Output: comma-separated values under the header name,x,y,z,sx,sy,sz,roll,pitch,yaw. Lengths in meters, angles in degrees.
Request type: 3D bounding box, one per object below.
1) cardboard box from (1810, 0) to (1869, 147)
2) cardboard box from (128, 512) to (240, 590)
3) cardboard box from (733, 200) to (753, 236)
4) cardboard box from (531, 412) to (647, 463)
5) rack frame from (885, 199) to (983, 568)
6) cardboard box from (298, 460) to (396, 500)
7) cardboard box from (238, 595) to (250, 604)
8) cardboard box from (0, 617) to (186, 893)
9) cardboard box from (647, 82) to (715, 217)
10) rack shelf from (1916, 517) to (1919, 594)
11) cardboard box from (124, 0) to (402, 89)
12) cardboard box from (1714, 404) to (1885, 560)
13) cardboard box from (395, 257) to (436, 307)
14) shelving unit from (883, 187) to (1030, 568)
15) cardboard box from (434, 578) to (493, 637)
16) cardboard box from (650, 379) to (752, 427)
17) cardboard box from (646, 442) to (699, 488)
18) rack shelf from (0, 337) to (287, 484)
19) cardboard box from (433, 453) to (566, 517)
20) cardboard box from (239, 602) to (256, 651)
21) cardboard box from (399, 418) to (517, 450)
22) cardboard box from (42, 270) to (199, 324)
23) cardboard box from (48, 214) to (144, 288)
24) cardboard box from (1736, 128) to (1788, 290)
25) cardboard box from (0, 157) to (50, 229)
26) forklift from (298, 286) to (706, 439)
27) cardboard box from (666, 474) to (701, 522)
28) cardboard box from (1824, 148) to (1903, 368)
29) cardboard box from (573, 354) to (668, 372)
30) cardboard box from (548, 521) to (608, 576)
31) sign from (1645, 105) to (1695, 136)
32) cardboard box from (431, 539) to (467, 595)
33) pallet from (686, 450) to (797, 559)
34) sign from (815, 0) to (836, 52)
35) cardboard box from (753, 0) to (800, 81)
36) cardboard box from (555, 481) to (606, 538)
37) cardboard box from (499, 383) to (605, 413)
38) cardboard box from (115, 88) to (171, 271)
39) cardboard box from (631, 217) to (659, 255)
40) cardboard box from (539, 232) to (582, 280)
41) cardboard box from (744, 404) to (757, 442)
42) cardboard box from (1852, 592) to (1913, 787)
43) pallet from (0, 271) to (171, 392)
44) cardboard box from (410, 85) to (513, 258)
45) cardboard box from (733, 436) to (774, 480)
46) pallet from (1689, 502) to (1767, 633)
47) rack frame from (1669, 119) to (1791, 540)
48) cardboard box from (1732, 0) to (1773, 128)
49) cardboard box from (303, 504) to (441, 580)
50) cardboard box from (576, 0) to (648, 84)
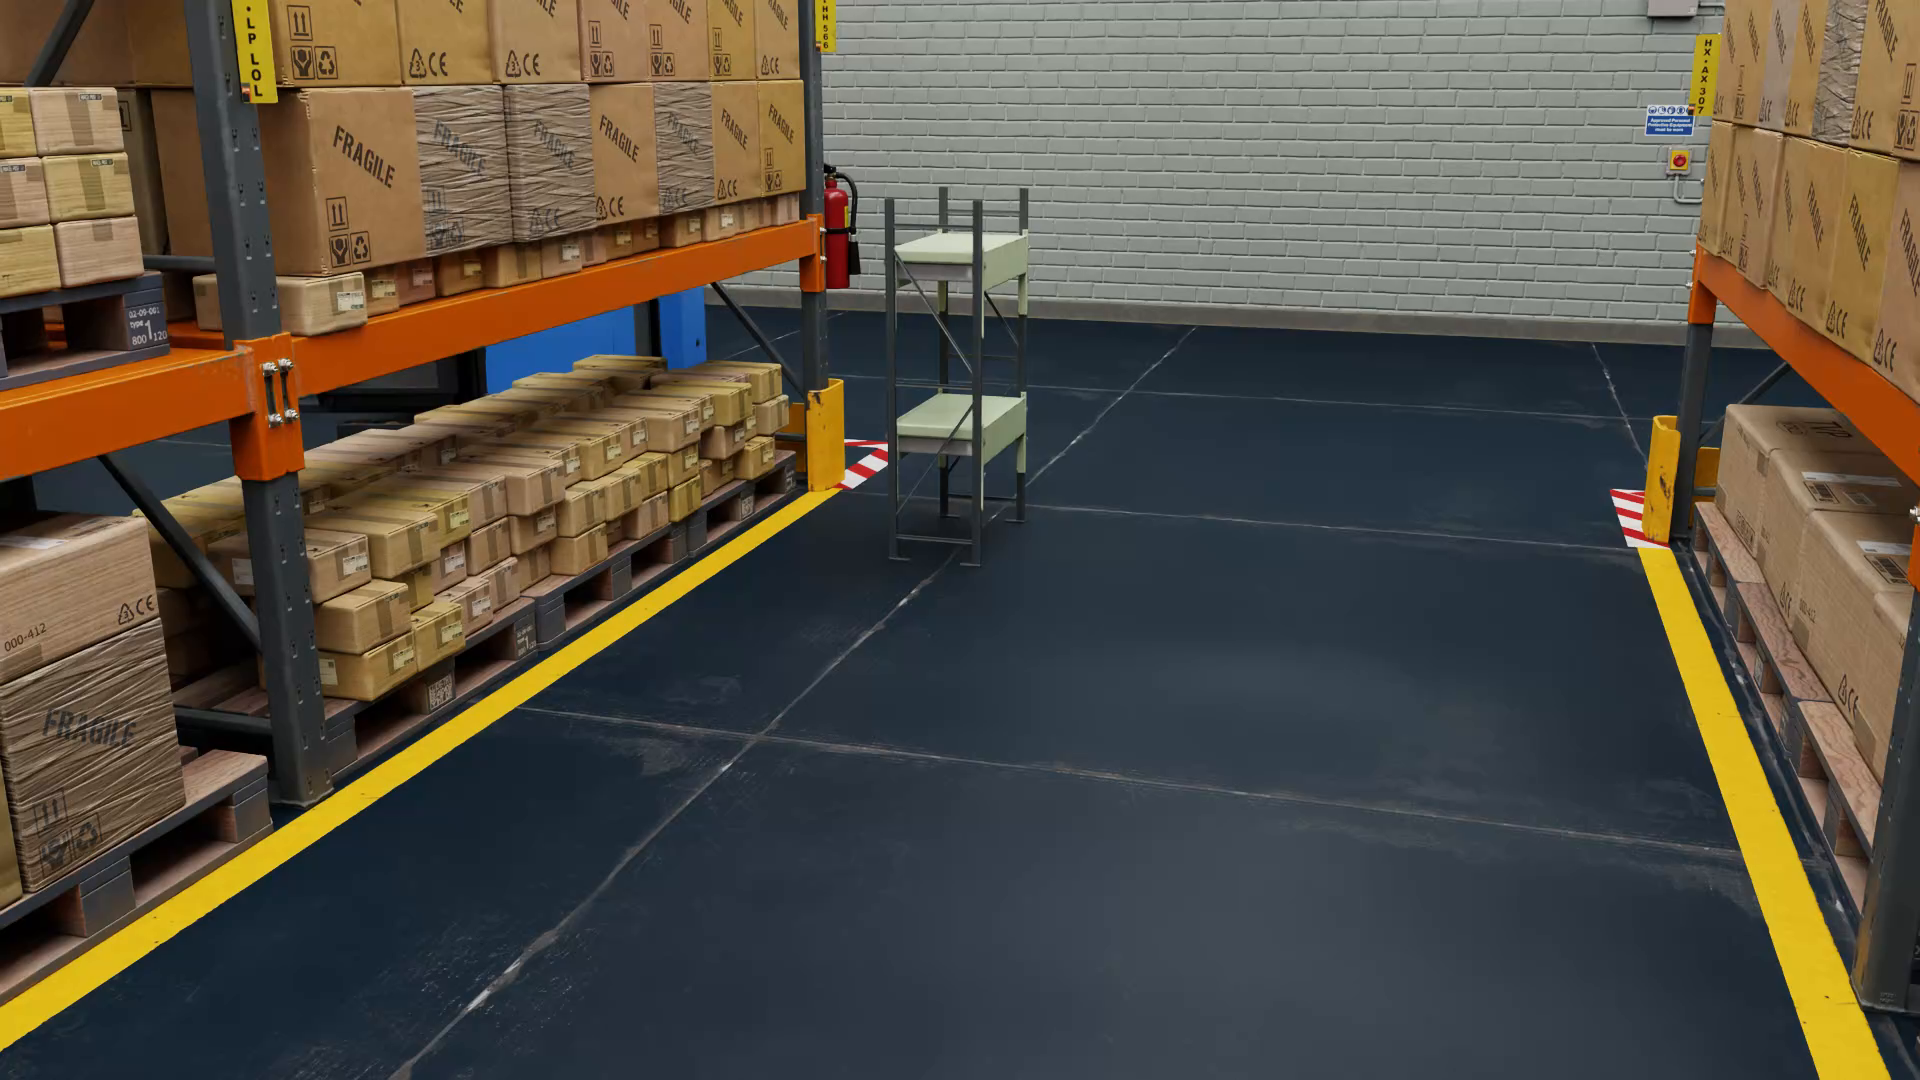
name,x,y,z,sx,sy,sz,roll,pitch,yaw
cardboard box,2.641,-1.322,4.478,0.500,0.500,0.500,5,17,17
cardboard box,-2.439,0.030,5.090,0.380,0.149,0.250,5,17,17
cardboard box,-1.139,-1.429,7.331,0.380,0.149,0.250,4,16,15
cardboard box,-1.478,-0.408,6.635,0.380,0.149,0.250,4,16,14
rack frame,-0.106,-0.624,6.781,0.400,1.500,0.023,5,16,16
cardboard box,-2.192,-0.167,5.786,0.380,0.149,0.250,5,17,18
cardboard box,-2.441,0.108,5.361,0.380,0.149,0.250,4,16,13
cardboard box,-2.259,0.474,3.972,0.500,0.500,0.500,4,16,15
cardboard box,-1.321,-1.572,6.646,0.500,0.500,0.500,5,16,16
rack shelf,1.916,0.487,1.433,1.077,0.370,4.000,5,16,16
cardboard box,-1.928,-1.511,4.599,0.500,0.500,0.500,5,17,17
cardboard box,3.529,-0.218,6.525,0.875,0.438,0.875,4,16,14
cardboard box,-1.868,-0.815,5.165,0.380,0.149,0.250,4,16,13
shelving unit,-0.002,-0.720,7.119,0.431,1.500,0.755,5,16,16
cardboard box,-1.782,0.221,5.508,0.380,0.149,0.250,5,16,16
cardboard box,-1.139,-0.606,7.332,0.380,0.149,0.250,4,16,15
cardboard box,-1.311,-0.327,6.894,0.380,0.149,0.250,5,17,17
rack shelf,-2.859,0.130,2.693,1.077,0.370,4.000,5,16,16
cardboard box,-1.631,-0.198,5.895,0.380,0.149,0.250,5,17,17
cardboard box,-2.351,0.239,5.443,0.380,0.149,0.250,5,17,17
cardboard box,-1.963,-0.373,6.512,0.380,0.149,0.250,5,16,16
cardboard box,-2.434,-0.712,4.801,0.380,0.149,0.250,4,16,15
cardboard box,-2.213,-0.701,3.996,0.380,0.149,0.250,4,16,15
cardboard box,2.931,-1.107,5.553,0.500,0.500,0.500,5,16,16
cardboard box,-2.288,-0.775,3.712,0.380,0.149,0.250,5,17,16
forklift,-3.001,-2.031,9.119,3.031,2.935,1.130,0,16,-1
cardboard box,-1.307,-0.188,6.950,0.380,0.149,0.250,4,16,13
cardboard box,2.512,-0.706,4.140,0.500,0.500,0.500,4,16,15
cardboard box,-1.628,-0.792,7.989,0.380,0.149,0.250,4,16,13
cardboard box,-1.549,0.017,6.227,0.380,0.149,0.250,4,16,14
sign,5.172,-3.055,12.109,0.327,0.218,0.001,5,16,16
cardboard box,-1.860,0.077,5.470,0.380,0.149,0.250,5,16,16
pallet,-1.440,-0.215,7.700,1.003,0.211,1.213,5,16,16
sign,-0.627,-2.447,7.758,0.100,0.325,0.005,5,16,16
cardboard box,-1.045,-2.319,7.448,0.500,0.500,0.500,4,16,15
cardboard box,-1.547,-0.125,6.181,0.380,0.149,0.250,4,16,15
cardboard box,-1.777,-0.583,7.253,0.380,0.149,0.250,4,16,13
cardboard box,-2.424,-1.079,4.909,0.500,0.500,0.500,5,16,16
cardboard box,-1.426,-1.228,6.621,0.380,0.149,0.250,4,16,14
cardboard box,-1.568,-1.016,5.874,0.380,0.149,0.250,5,17,18
cardboard box,-1.156,-0.535,7.629,0.380,0.149,0.250,4,16,15
cardboard box,2.766,0.493,4.022,0.875,0.438,0.875,4,16,15
pallet,-2.647,-0.459,3.801,1.003,0.211,1.213,5,16,16
cardboard box,-1.774,-1.171,5.232,0.500,0.500,0.500,5,16,16
cardboard box,-1.079,-0.388,7.653,0.380,0.149,0.250,5,17,18
pallet,3.469,0.128,6.491,1.003,0.211,1.213,5,16,16
rack frame,3.621,-1.429,6.869,1.000,3.000,0.127,5,16,16
cardboard box,3.071,-1.719,5.876,0.500,0.500,0.500,4,16,14
cardboard box,-1.859,0.002,5.189,0.380,0.149,0.250,5,17,19
cardboard box,-1.476,-1.911,6.010,0.500,0.500,0.500,4,16,14
